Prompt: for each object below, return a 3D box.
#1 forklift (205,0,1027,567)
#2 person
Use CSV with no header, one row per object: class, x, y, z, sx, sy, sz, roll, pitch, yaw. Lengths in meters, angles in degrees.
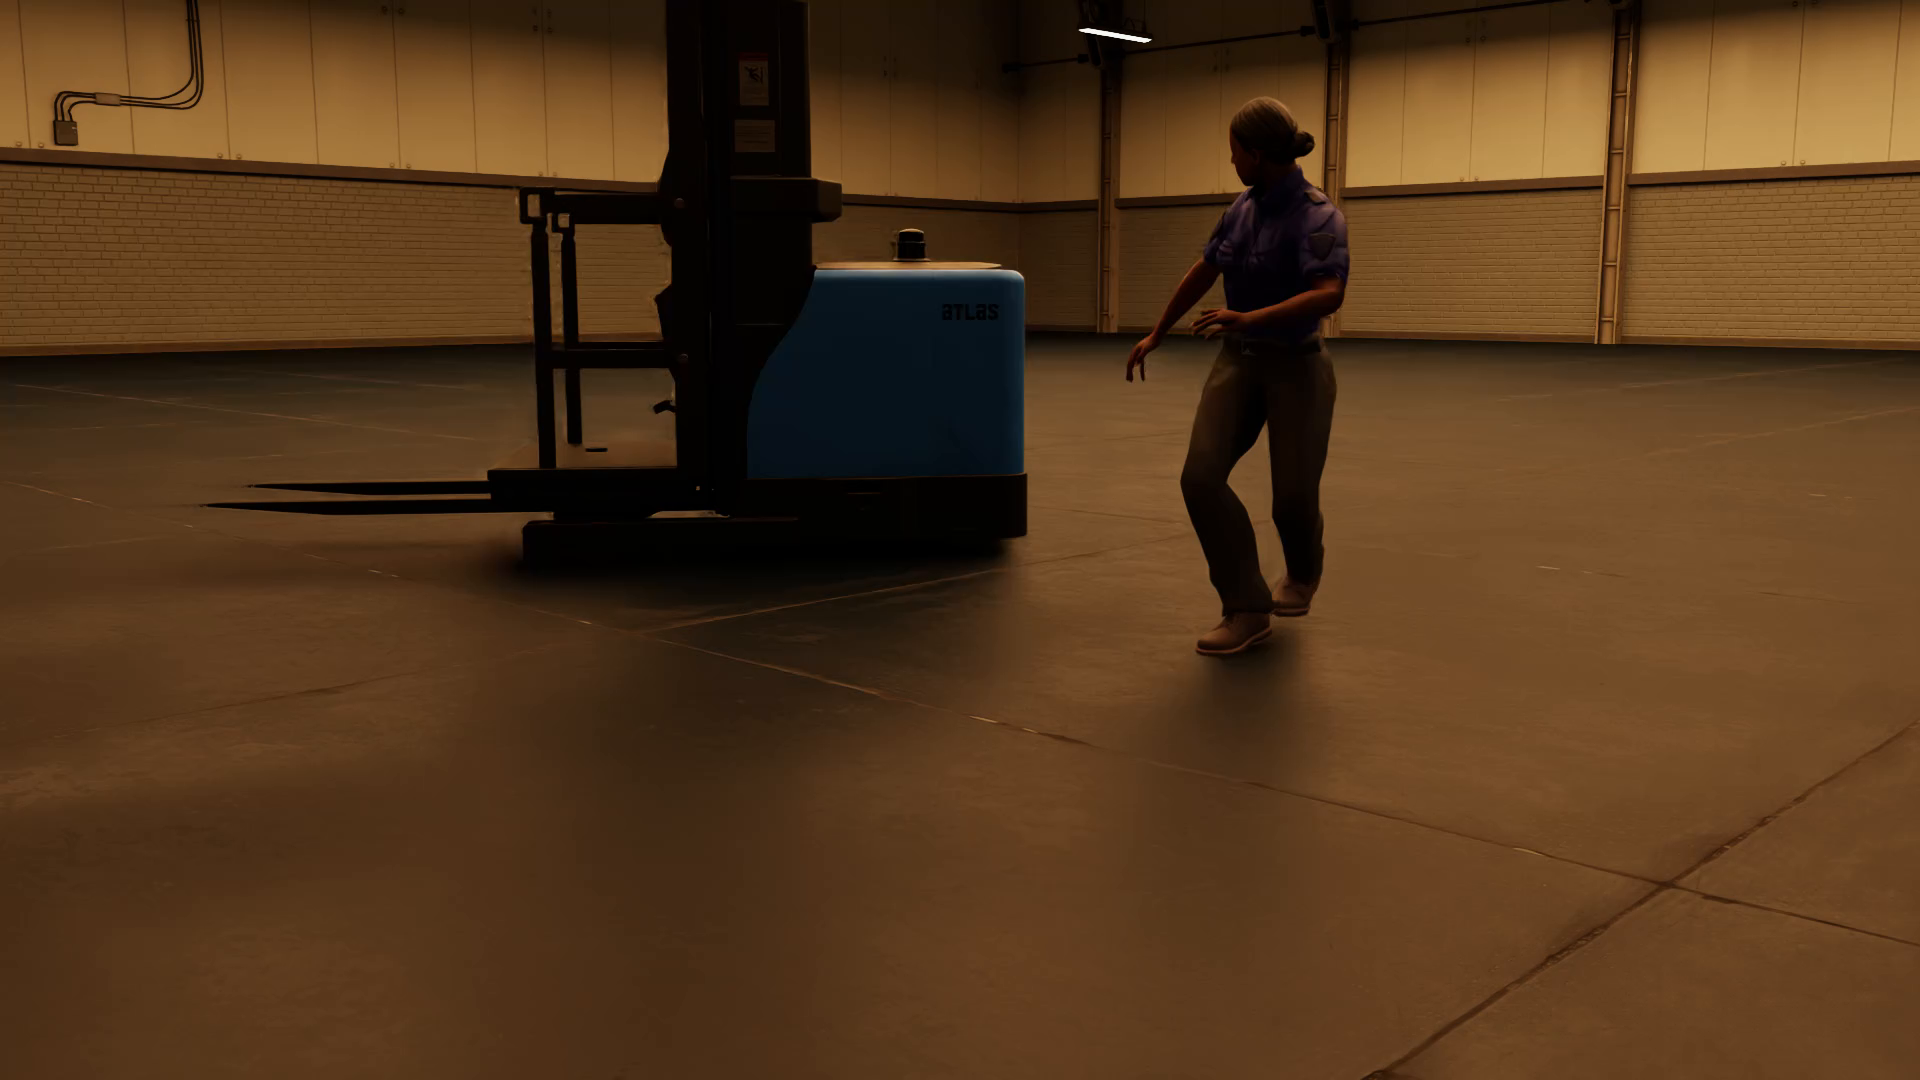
forklift,-1.300,-1.436,6.407,3.031,2.935,1.130,-1,9,-7
person,0.760,-0.467,4.727,0.799,1.531,0.815,8,12,43
